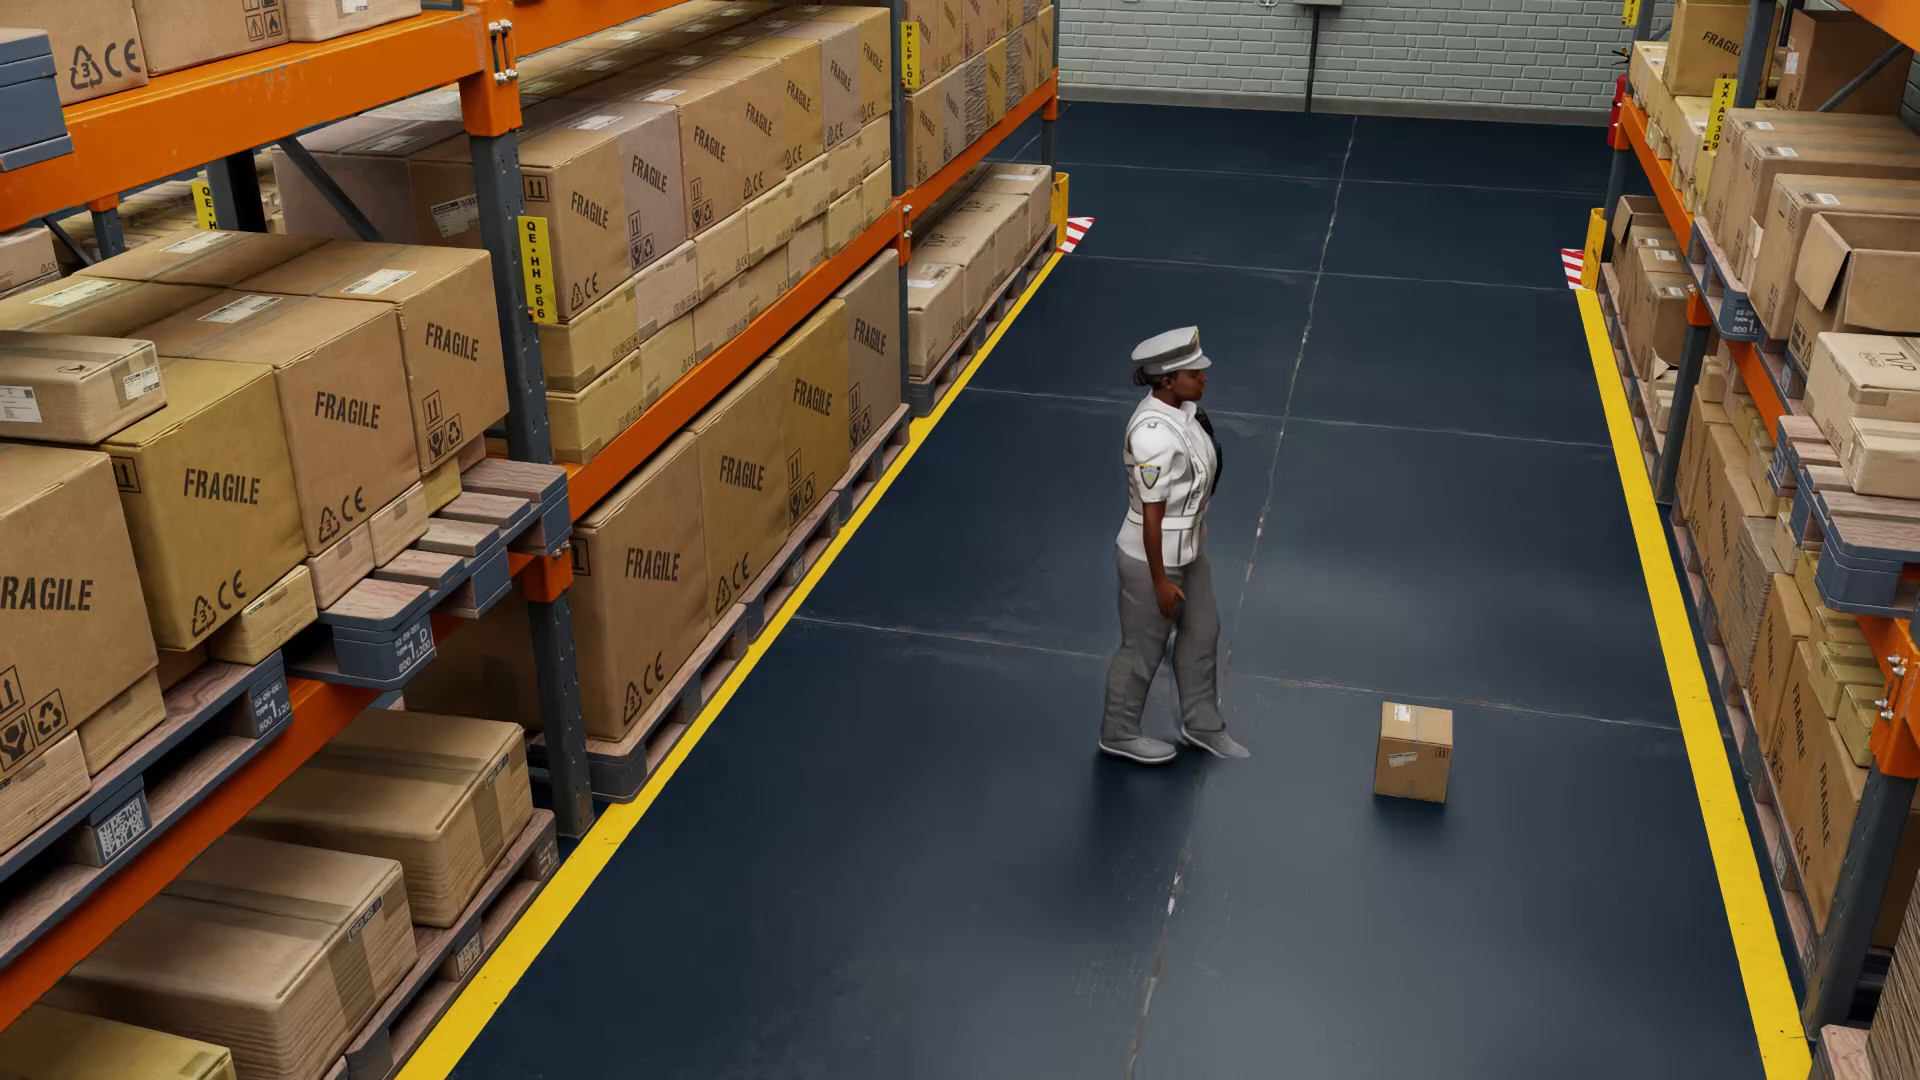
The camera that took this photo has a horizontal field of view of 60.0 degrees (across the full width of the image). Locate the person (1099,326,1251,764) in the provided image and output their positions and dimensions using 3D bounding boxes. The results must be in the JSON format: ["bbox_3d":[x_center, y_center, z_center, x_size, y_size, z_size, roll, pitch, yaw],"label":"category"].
[{"bbox_3d":[0.814,0.078,5.960,0.560,1.741,0.462,9,27,18],"label":"person"}]
